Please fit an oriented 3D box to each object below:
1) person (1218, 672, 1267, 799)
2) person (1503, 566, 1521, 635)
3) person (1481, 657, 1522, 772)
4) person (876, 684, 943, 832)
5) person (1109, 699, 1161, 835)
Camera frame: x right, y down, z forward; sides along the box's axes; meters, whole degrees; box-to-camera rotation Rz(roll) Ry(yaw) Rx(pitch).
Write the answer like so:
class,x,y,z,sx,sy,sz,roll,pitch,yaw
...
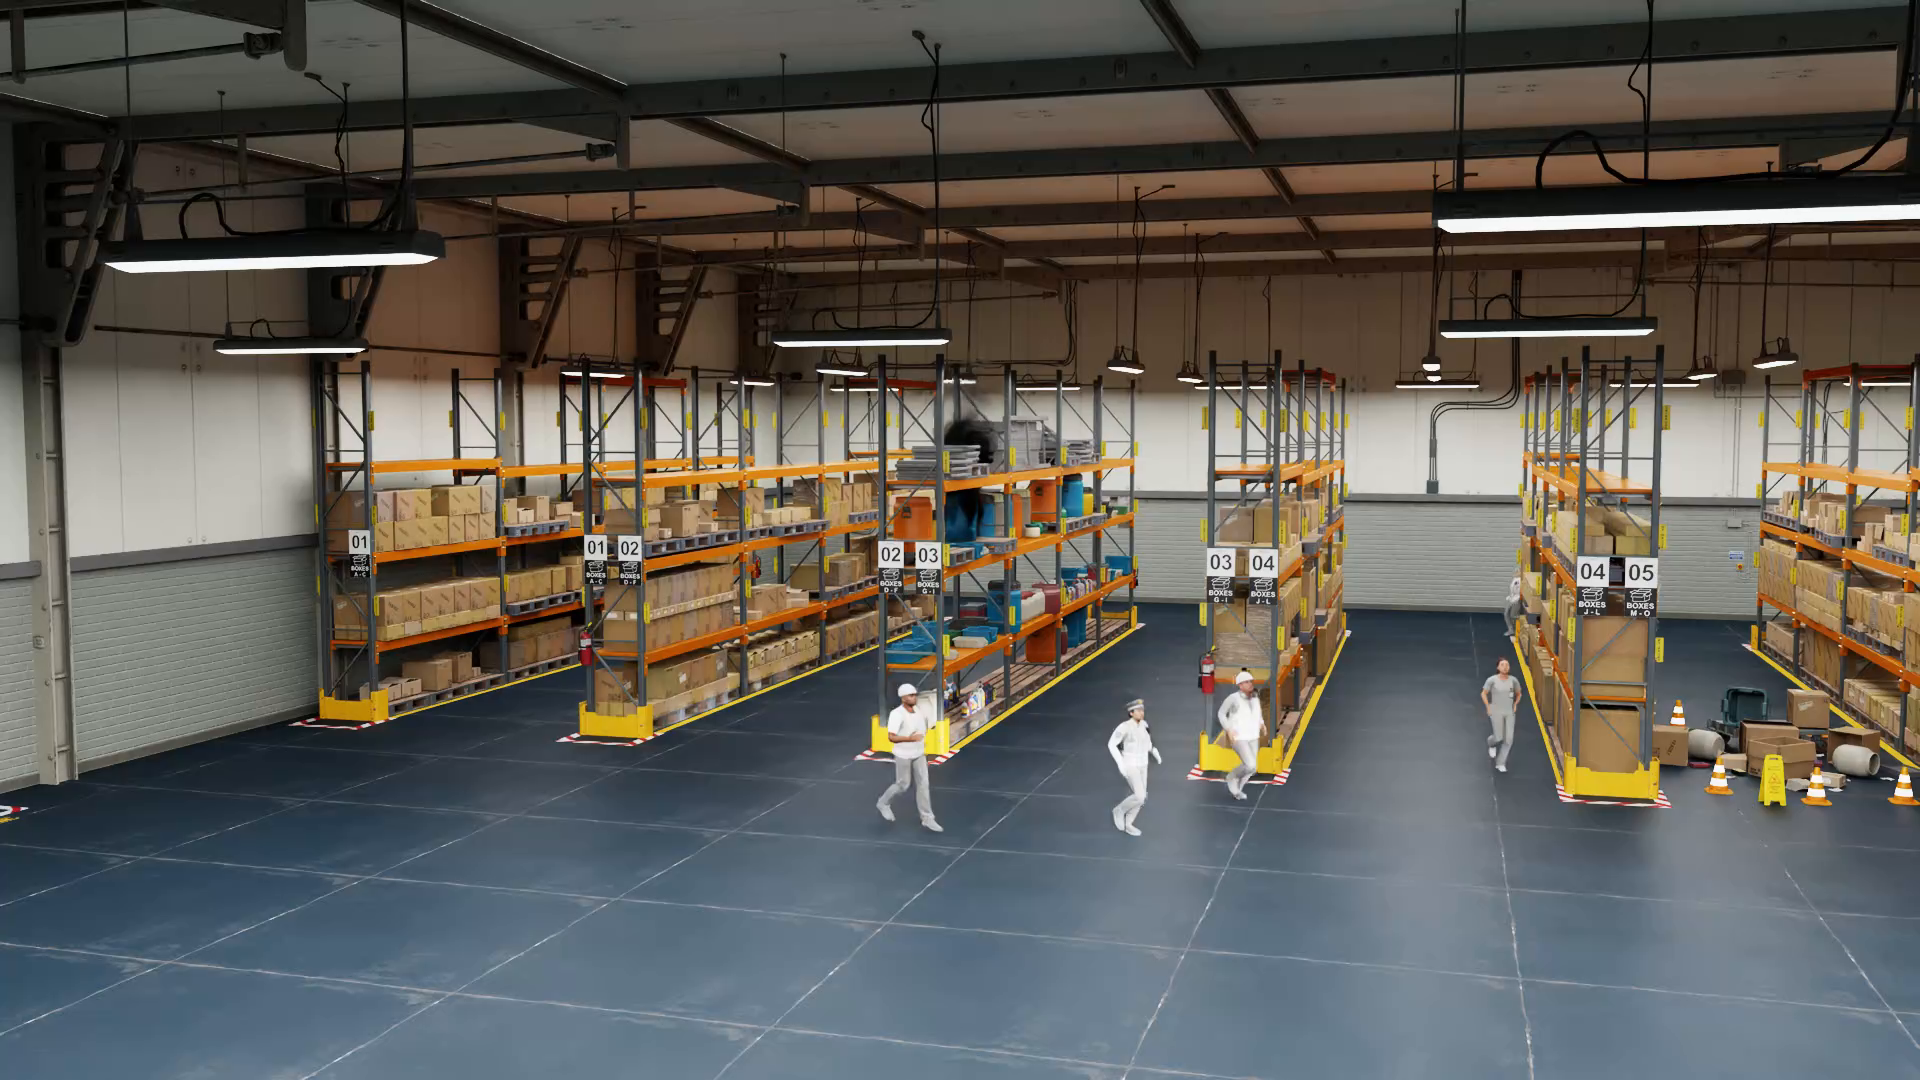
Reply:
class,x,y,z,sx,sy,sz,roll,pitch,yaw
person,3.758,2.582,21.898,0.612,1.698,0.631,-3,5,-32
person,13.048,1.434,38.800,0.620,1.662,0.659,0,4,-4
person,7.786,2.494,23.892,0.565,1.618,0.573,0,4,4
person,-0.626,2.639,20.342,0.962,1.771,0.695,3,5,40
person,2.142,2.738,20.114,0.630,1.663,0.538,-4,6,-44
